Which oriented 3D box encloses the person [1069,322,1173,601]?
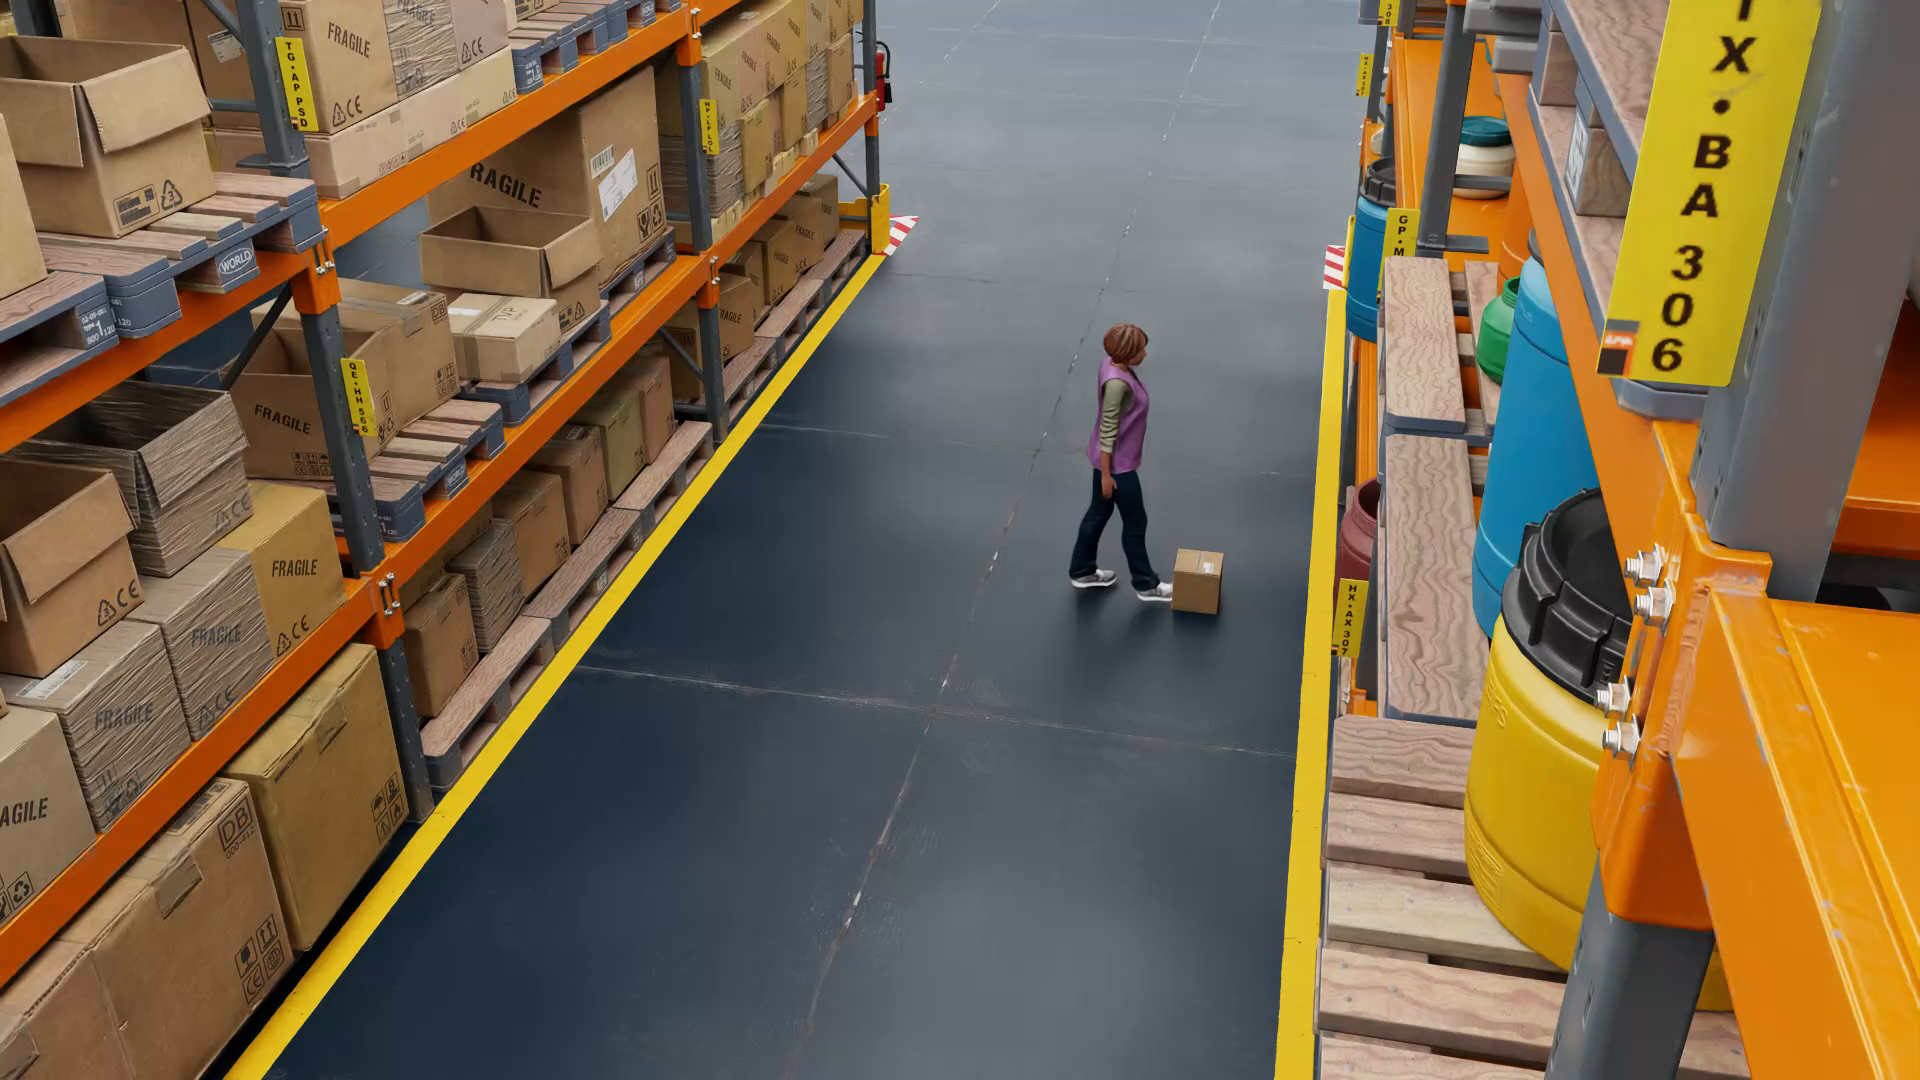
[{"bbox_3d":[0.921,-0.420,8.872,0.637,1.590,0.429,0,29,-1],"label":"person"}]
